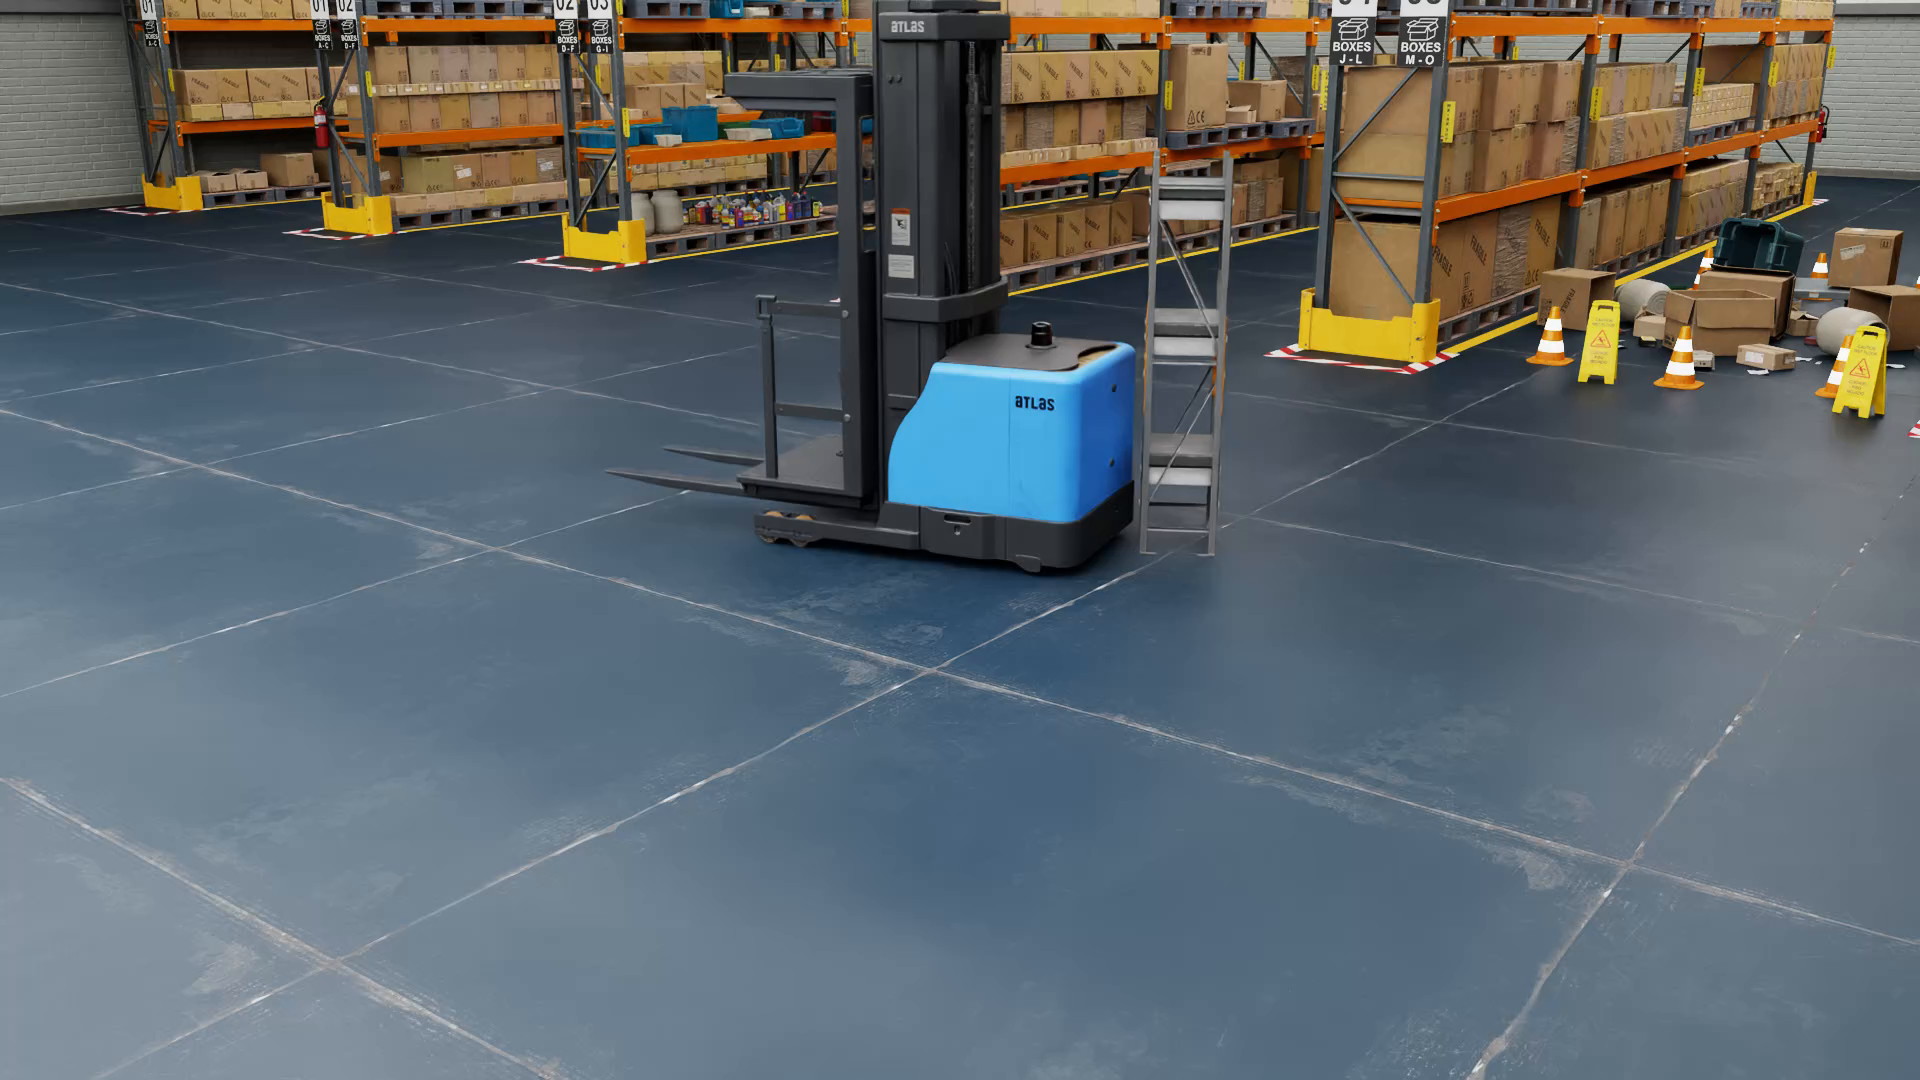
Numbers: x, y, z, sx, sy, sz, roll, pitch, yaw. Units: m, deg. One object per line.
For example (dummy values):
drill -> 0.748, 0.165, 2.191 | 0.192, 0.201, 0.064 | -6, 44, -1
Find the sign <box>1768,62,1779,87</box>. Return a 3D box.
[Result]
sign -> 11.154, -6.388, 22.804 | 0.100, 0.325, 0.005 | 12, 21, 35

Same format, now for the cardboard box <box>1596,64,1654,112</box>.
cardboard box -> 7.443, -5.156, 18.936 | 0.700, 0.500, 0.500 | 12, 21, 34

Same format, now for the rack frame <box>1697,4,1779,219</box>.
rack frame -> 10.706, -5.932, 23.289 | 1.000, 3.000, 0.127 | 12, 21, 35

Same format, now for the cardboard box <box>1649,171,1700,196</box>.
cardboard box -> 8.928, -4.466, 20.809 | 0.500, 0.250, 0.500 | 11, 21, 32

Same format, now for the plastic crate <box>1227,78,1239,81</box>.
plastic crate -> 5.139, -8.593, 31.698 | 0.616, 0.435, 0.499 | 12, 21, 35

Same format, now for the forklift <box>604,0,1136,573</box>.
forklift -> -0.587, -1.502, 9.139 | 3.031, 2.935, 1.130 | 8, 19, 23

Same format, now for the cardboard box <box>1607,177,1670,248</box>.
cardboard box -> 7.887, -3.976, 20.076 | 1.050, 0.750, 0.750 | 12, 21, 34

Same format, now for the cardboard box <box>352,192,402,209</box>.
cardboard box -> -8.239, -4.793, 23.550 | 0.500, 0.250, 0.500 | 12, 21, 35

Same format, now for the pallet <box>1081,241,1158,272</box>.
pallet -> 1.644, -3.429, 19.931 | 1.003, 0.211, 1.213 | 12, 21, 35

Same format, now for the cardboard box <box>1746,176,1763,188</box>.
cardboard box -> 11.289, -5.156, 23.885 | 0.380, 0.149, 0.250 | 14, 22, 37

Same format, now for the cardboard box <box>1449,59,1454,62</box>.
cardboard box -> 7.573, -7.446, 26.651 | 0.500, 0.500, 0.500 | 12, 21, 35

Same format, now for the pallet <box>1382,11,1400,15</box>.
pallet -> 6.276, -7.947, 25.041 | 0.805, 0.209, 1.217 | 11, 21, 33

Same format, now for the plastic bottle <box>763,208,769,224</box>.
plastic bottle -> -2.569, -4.278, 21.939 | 0.097, 0.201, 0.097 | 0, 17, 0

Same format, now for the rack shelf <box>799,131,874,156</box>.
rack shelf -> -0.770, -5.935, 24.512 | 1.077, 0.370, 4.000 | 12, 21, 35

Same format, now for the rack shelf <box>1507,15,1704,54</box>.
rack shelf -> 7.131, -5.592, 18.349 | 1.077, 0.370, 4.000 | 12, 21, 35

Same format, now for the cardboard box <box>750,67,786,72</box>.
cardboard box -> -3.270, -8.050, 29.230 | 0.700, 0.500, 0.500 | 5, 18, 16

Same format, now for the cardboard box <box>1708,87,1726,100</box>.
cardboard box -> 9.687, -5.792, 21.550 | 0.380, 0.149, 0.250 | 12, 21, 34

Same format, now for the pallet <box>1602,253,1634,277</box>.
pallet -> 7.065, -3.184, 19.141 | 1.003, 0.211, 1.213 | 12, 21, 35

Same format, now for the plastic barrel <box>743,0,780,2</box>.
plastic barrel -> -2.641, -7.457, 21.587 | 0.600, 0.901, 0.708 | 12, 21, 35

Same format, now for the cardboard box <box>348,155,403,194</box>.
cardboard box -> -8.240, -5.152, 23.440 | 0.500, 0.500, 0.500 | 12, 21, 35

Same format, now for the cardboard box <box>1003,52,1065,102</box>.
cardboard box -> 0.780, -4.962, 17.808 | 0.500, 0.500, 0.500 | 12, 21, 35

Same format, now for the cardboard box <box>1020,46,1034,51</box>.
cardboard box -> 1.168, -9.907, 34.235 | 0.500, 0.500, 0.500 | 12, 21, 34

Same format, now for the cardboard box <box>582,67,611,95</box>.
cardboard box -> -7.040, -8.776, 31.741 | 0.500, 0.500, 0.500 | 13, 22, 36

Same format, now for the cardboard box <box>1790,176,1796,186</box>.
cardboard box -> 12.696, -5.566, 25.706 | 0.380, 0.149, 0.250 | 11, 21, 32

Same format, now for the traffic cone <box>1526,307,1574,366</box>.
traffic cone -> 5.013, -1.738, 14.060 | 0.336, 0.463, 0.334 | 12, 21, 35

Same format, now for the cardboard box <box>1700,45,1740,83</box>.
cardboard box -> 10.769, -6.759, 23.596 | 0.500, 0.500, 0.500 | 12, 21, 33

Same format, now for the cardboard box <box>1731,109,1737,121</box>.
cardboard box -> 10.174, -5.703, 22.265 | 0.380, 0.149, 0.250 | 11, 20, 32

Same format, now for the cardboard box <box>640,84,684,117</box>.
cardboard box -> -4.855, -7.151, 27.046 | 0.500, 0.500, 0.500 | 12, 21, 35

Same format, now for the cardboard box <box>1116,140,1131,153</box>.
cardboard box -> 1.770, -4.597, 19.414 | 0.380, 0.149, 0.250 | 12, 21, 35

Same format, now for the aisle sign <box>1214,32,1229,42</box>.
aisle sign -> 4.993, -9.972, 31.913 | 0.394, 0.787, 0.004 | 12, 21, 35

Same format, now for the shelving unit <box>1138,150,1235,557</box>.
shelving unit -> 1.199, -0.992, 8.896 | 0.431, 2.100, 0.503 | 2, 17, 6

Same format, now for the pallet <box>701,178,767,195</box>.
pallet -> -4.076, -6.111, 28.565 | 1.003, 0.211, 1.213 | 12, 21, 35

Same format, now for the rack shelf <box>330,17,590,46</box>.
rack shelf -> -7.129, -7.291, 23.820 | 1.077, 0.370, 4.000 | 12, 21, 35

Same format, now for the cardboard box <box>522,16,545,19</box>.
cardboard box -> -7.747, -9.686, 30.436 | 0.500, 0.311, 0.500 | 12, 21, 35

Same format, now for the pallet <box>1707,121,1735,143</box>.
pallet -> 9.469, -5.367, 21.791 | 1.003, 0.211, 1.213 | 12, 21, 35

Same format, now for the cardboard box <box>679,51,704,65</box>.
cardboard box -> -5.537, -9.740, 33.581 | 0.500, 0.250, 0.500 | 13, 21, 36

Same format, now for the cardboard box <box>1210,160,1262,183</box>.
cardboard box -> 3.716, -4.961, 22.371 | 0.500, 0.250, 0.500 | 16, 23, 41

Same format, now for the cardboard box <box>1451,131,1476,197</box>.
cardboard box -> 4.051, -3.377, 14.807 | 0.875, 0.550, 0.550 | 12, 21, 35

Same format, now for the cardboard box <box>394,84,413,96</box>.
cardboard box -> -7.759, -6.202, 22.896 | 0.380, 0.149, 0.250 | 12, 21, 33

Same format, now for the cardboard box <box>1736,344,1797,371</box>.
cardboard box -> 6.750, -1.531, 13.923 | 0.250, 0.149, 0.380 | -7, 19, -22

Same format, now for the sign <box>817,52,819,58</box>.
sign -> -3.210, -10.962, 37.892 | 0.100, 0.325, 0.005 | 12, 21, 35

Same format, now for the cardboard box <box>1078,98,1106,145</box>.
cardboard box -> 1.155, -4.771, 18.880 | 0.875, 0.500, 0.500 | 12, 21, 35

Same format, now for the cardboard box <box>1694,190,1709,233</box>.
cardboard box -> 9.246, -4.230, 21.314 | 0.500, 0.500, 0.500 | 13, 21, 35

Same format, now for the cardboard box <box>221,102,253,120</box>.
cardboard box -> -11.458, -6.725, 26.060 | 0.500, 0.250, 0.500 | 12, 21, 33

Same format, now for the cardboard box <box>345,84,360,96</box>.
cardboard box -> -8.246, -6.208, 22.915 | 0.380, 0.149, 0.250 | 12, 21, 34

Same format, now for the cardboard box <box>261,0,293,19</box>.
cardboard box -> -10.945, -8.503, 26.307 | 0.500, 0.500, 0.500 | 14, 22, 38

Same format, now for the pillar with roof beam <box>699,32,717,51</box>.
pillar with roof beam -> -1.972, -11.882, 32.334 | 9.100, 9.000, 0.400 | 12, 21, 35

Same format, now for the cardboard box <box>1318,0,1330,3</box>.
cardboard box -> 4.705, -7.720, 23.107 | 0.797, 0.503, 0.637 | 14, 22, 38

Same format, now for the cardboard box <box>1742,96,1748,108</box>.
cardboard box -> 10.471, -5.962, 22.599 | 0.380, 0.149, 0.250 | 13, 21, 35

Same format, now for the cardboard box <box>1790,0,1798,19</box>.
cardboard box -> 11.485, -7.478, 23.460 | 0.500, 0.250, 0.500 | 12, 21, 34

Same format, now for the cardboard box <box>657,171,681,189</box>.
cardboard box -> -4.886, -5.864, 26.997 | 0.500, 0.250, 0.500 | 12, 21, 33

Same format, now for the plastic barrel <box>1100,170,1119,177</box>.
plastic barrel -> 2.467, -6.780, 28.848 | 0.600, 0.901, 0.708 | 12, 21, 35

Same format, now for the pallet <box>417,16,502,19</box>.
pallet -> -8.849, -9.272, 29.302 | 1.213, 0.211, 1.003 | 12, 21, 35

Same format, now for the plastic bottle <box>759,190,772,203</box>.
plastic bottle -> -2.660, -4.603, 22.734 | 0.144, 0.351, 0.185 | 12, 21, 35

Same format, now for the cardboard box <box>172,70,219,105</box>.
cardboard box -> -11.776, -6.957, 25.544 | 0.500, 0.500, 0.500 | 12, 21, 35

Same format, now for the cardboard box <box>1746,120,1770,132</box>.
cardboard box -> 11.137, -5.822, 23.357 | 0.380, 0.149, 0.250 | 13, 22, 37
